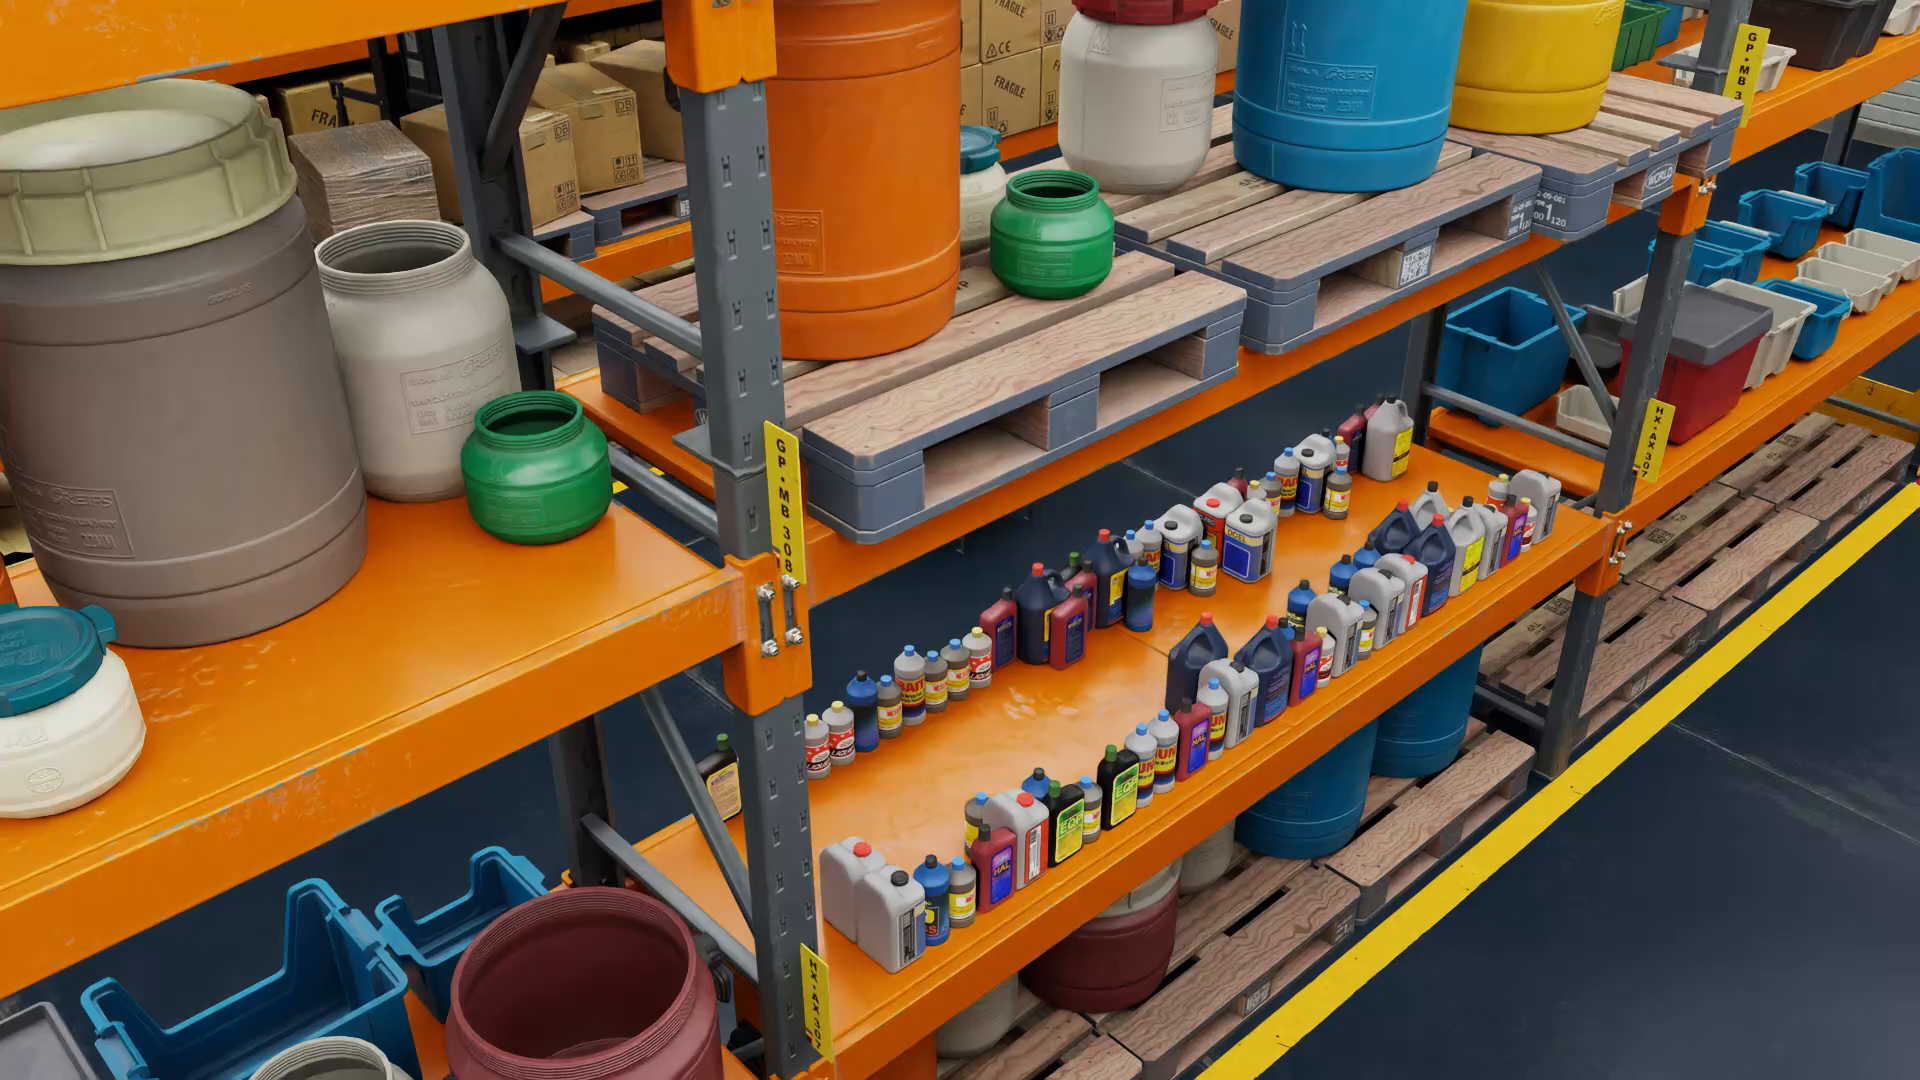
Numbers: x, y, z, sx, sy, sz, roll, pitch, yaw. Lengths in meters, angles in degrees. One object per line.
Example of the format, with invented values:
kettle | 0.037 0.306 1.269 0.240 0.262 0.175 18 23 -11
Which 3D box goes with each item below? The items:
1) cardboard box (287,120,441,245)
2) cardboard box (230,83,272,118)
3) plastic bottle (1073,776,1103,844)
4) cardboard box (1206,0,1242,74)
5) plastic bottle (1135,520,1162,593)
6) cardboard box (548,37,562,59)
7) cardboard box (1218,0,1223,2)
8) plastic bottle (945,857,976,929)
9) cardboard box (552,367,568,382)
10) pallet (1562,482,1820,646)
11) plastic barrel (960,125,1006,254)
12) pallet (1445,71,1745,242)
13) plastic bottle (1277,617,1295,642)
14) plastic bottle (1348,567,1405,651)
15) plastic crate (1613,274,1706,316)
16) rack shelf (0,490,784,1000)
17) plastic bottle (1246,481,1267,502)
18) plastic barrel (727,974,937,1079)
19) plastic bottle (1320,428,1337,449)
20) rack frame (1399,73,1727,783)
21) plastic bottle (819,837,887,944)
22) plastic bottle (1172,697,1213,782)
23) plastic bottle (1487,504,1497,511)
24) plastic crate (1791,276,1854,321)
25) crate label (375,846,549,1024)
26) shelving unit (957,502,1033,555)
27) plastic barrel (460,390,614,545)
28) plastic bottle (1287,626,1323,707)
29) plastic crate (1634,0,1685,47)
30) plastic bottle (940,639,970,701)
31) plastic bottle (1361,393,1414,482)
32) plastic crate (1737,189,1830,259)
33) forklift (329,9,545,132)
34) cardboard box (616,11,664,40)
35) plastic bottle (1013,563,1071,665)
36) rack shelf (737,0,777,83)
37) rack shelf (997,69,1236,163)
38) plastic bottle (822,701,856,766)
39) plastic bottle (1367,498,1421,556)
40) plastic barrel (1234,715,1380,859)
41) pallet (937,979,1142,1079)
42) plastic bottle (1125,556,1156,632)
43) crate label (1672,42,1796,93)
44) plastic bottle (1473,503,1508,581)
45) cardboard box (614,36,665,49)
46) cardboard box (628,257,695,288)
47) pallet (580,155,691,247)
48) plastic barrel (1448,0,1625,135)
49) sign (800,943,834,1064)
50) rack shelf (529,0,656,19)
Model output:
cardboard box | -2.896 -1.678 8.121 0.500 0.500 0.700 -18 36 -27
cardboard box | -5.558 -2.916 12.302 0.750 0.750 0.750 -24 39 -34
plastic bottle | 0.361 0.770 4.805 0.097 0.201 0.097 0 31 0
cardboard box | 1.641 -3.556 11.594 0.500 0.500 0.500 -24 39 -34
plastic bottle | 0.665 0.053 5.911 0.097 0.271 0.097 0 31 0
cardboard box | -3.565 -4.173 14.070 0.250 0.149 0.380 -27 41 -37
cardboard box | 1.645 -3.982 11.333 0.500 0.500 0.500 -26 40 -36
plastic bottle | -0.005 0.947 4.516 0.097 0.201 0.097 0 31 0
cardboard box | -2.423 -0.663 8.933 0.500 0.500 0.500 -27 41 -37
pallet | 3.624 0.018 8.519 1.213 0.211 1.003 -26 40 -35
plastic barrel | -0.030 -0.879 4.166 0.301 0.262 0.301 0 31 0
pallet | 1.708 -1.345 5.380 1.003 0.211 1.213 -26 40 -35
plastic bottle | 1.035 0.371 5.391 0.097 0.271 0.097 0 31 0
plastic bottle | 1.411 0.211 5.648 0.135 0.276 0.152 -26 40 -35
plastic crate | 3.289 -1.107 7.880 0.466 0.136 0.293 -26 40 -35
rack shelf | -2.183 0.694 2.554 4.000 0.370 1.077 -26 40 -35
plastic bottle | 1.103 -0.129 6.275 0.097 0.201 0.097 0 31 0
plastic barrel | -0.370 1.524 5.060 0.708 0.830 0.600 -26 40 -35
plastic bottle | 1.416 -0.310 6.505 0.097 0.271 0.097 0 31 0
rack frame | 2.216 -0.461 6.629 0.127 3.000 1.000 -26 40 -35
plastic bottle | -0.283 0.922 4.485 0.135 0.276 0.152 -26 40 -35
plastic bottle | 0.699 0.585 5.030 0.133 0.283 0.061 -26 40 -35
plastic bottle | 1.942 -0.037 6.126 0.097 0.201 0.097 0 31 0
plastic crate | 4.060 -1.117 7.897 0.250 0.136 0.298 -26 40 -35
crate label | -1.280 1.035 4.343 0.416 0.233 0.303 -26 40 -35
shelving unit | 0.121 -0.571 8.533 0.503 1.200 0.258 -26 40 -35
plastic barrel | -0.863 -0.149 3.392 0.294 0.245 0.294 0 31 0
plastic bottle | 1.102 0.390 5.349 0.133 0.283 0.061 -26 40 -35
plastic crate | 2.667 -2.115 6.618 0.300 0.233 0.416 -26 40 -35
plastic bottle | -0.016 0.413 5.390 0.097 0.201 0.097 0 31 0
plastic bottle | 1.708 -0.425 6.617 0.185 0.351 0.144 -26 40 -35
plastic crate | 4.262 -1.639 8.658 0.300 0.233 0.416 -26 40 -35
forklift | -3.702 -3.312 11.357 3.031 2.935 1.130 19 36 29
cardboard box | -2.817 -4.535 14.662 0.250 0.149 0.380 -25 39 -35
plastic bottle | 0.273 0.226 5.552 0.185 0.351 0.144 -26 40 -35
rack shelf | 0.750 -1.834 4.196 4.000 0.370 1.077 -26 40 -35
rack shelf | 0.318 -2.760 11.078 4.000 0.370 1.077 -26 40 -35
plastic bottle | -0.372 0.585 5.108 0.097 0.201 0.097 0 31 0
plastic bottle | 1.531 0.021 5.887 0.185 0.351 0.144 -26 40 -35
plastic barrel | 1.287 0.692 6.351 0.708 0.901 0.600 -26 40 -35
pallet | -0.167 1.852 5.520 1.213 0.211 1.003 -26 40 -35
plastic bottle | 0.621 0.178 5.708 0.097 0.271 0.097 0 31 0
crate label | 2.772 -1.692 6.018 0.466 0.136 0.293 -26 40 -35
plastic bottle | 1.879 -0.015 6.019 0.135 0.276 0.152 -26 40 -35
cardboard box | -2.767 -4.140 14.639 0.500 0.500 0.700 -27 41 -37
cardboard box | -1.669 -1.400 10.139 0.500 0.500 0.500 27 41 37
pallet | -1.809 -2.034 9.385 1.213 0.211 1.003 -26 40 -35
plastic barrel | 1.685 -1.599 5.031 0.600 0.588 0.600 0 31 0
sign | -0.337 1.096 3.926 0.005 0.325 0.100 -26 40 -35
rack shelf | -3.053 -4.654 14.175 4.000 0.370 1.077 -26 40 -35
